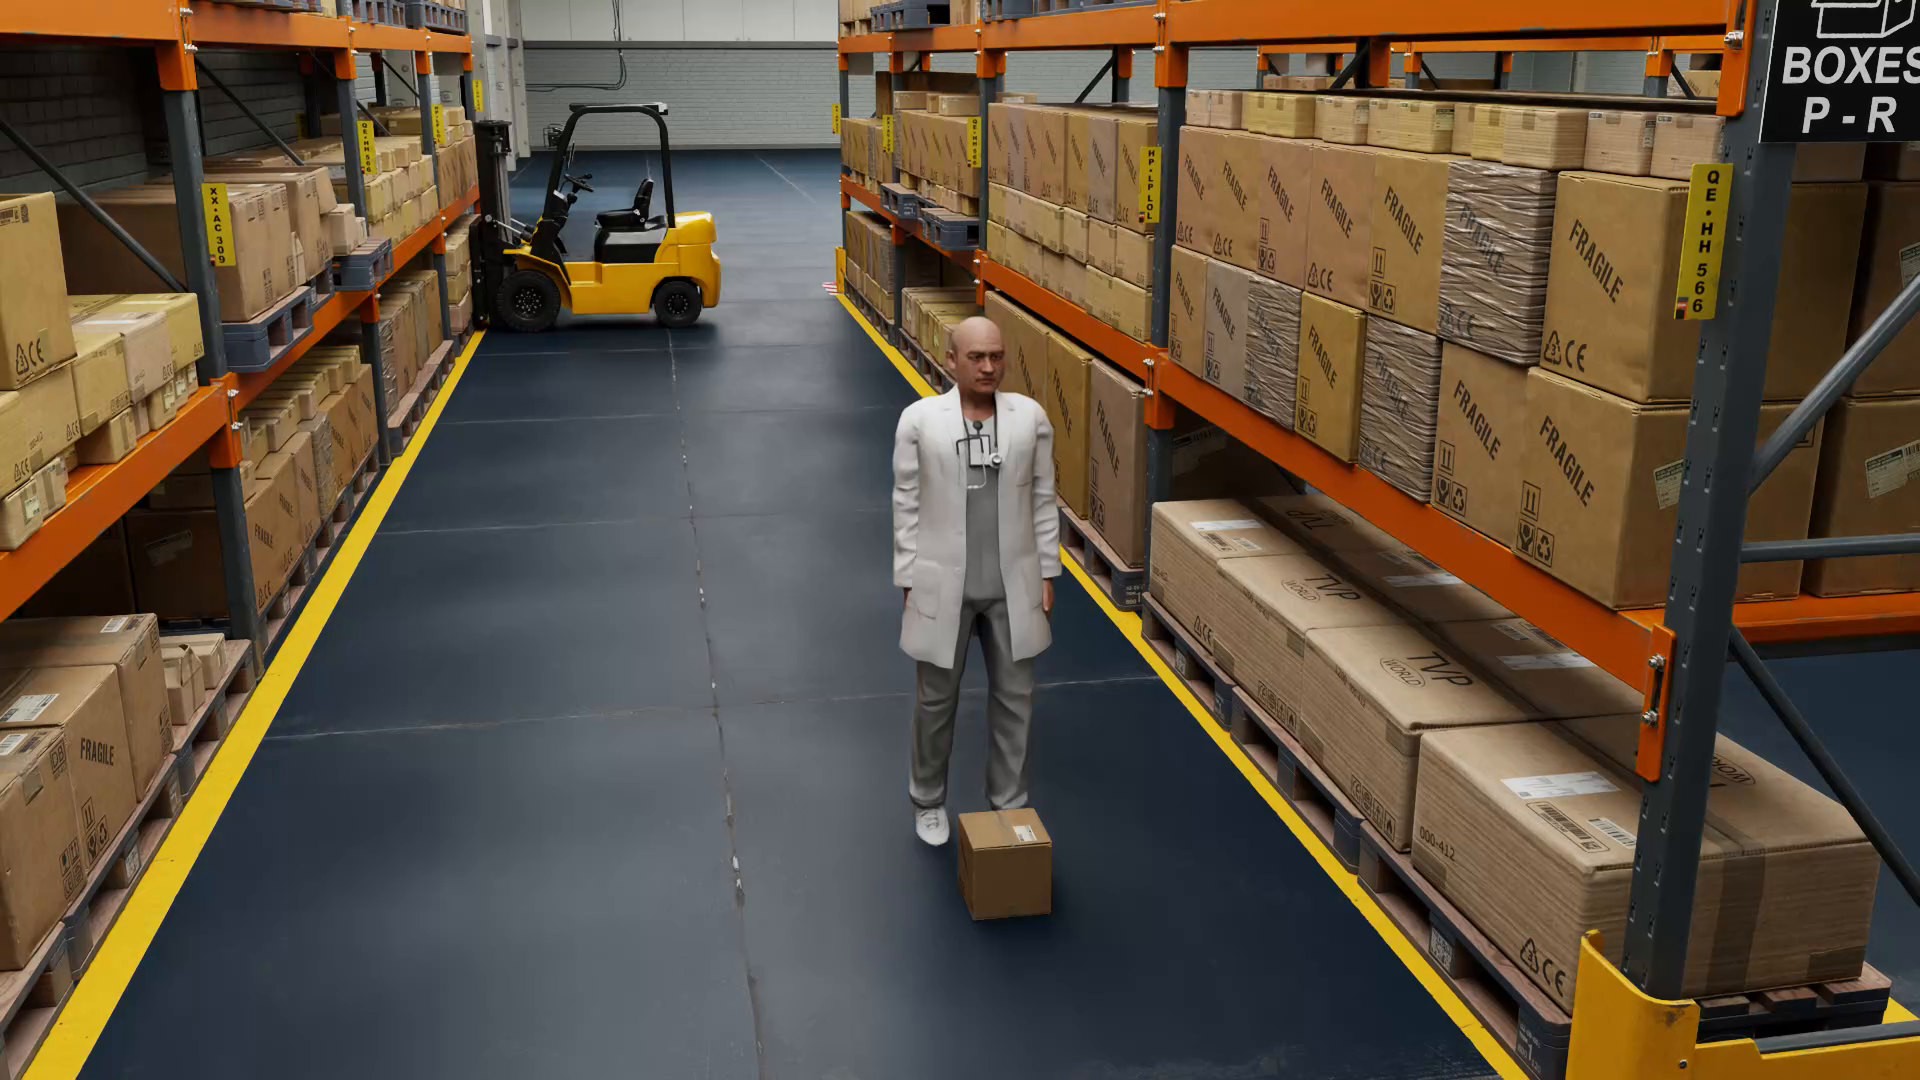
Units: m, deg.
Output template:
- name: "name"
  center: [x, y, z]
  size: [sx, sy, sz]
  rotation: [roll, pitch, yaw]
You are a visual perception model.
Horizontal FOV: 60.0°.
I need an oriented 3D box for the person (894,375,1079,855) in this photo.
- name: "person"
  center: [0.084, 0.227, 5.551]
  size: [0.615, 1.634, 0.542]
  rotation: [-3, 16, -10]
